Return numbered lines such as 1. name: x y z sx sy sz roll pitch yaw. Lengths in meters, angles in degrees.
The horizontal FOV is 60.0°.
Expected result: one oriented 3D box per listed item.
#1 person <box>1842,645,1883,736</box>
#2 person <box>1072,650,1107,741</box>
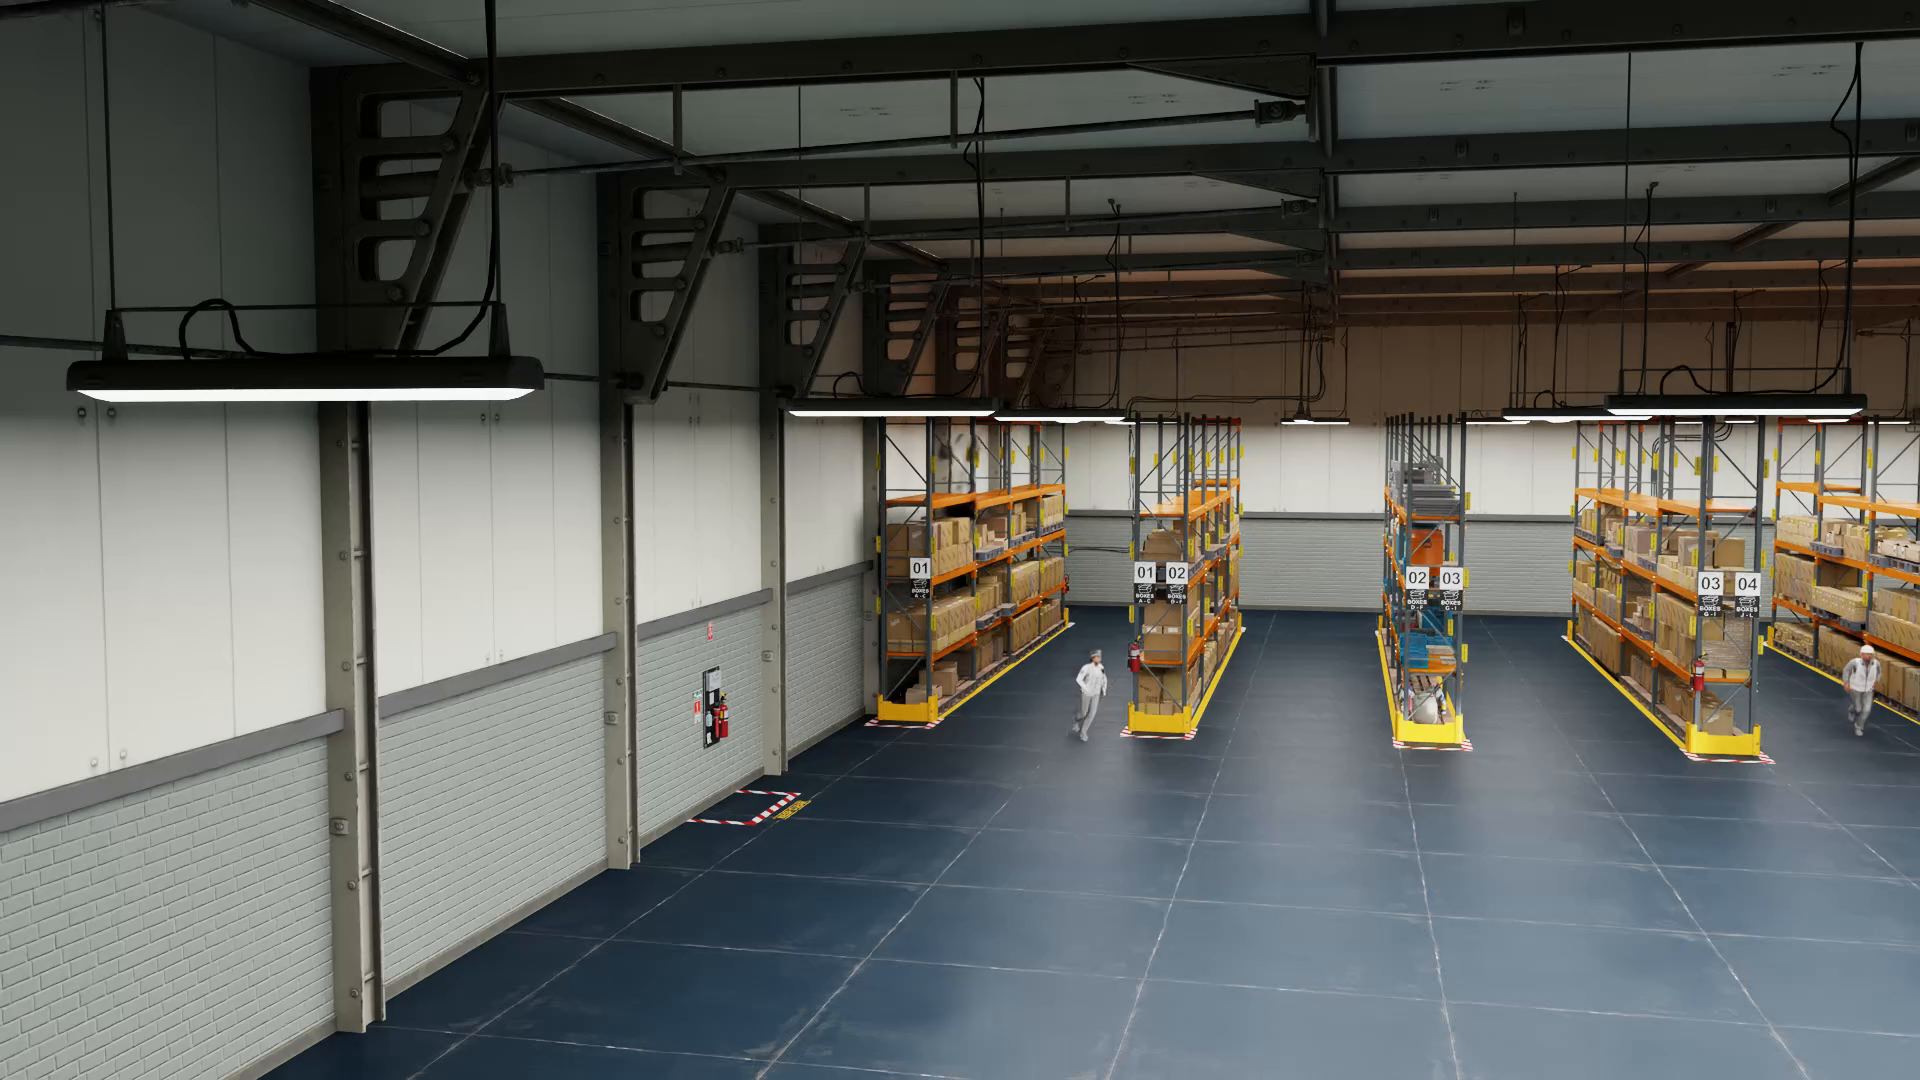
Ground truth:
1. person: 16.845 2.791 31.067 0.654 1.712 0.810 0 4 7
2. person: 2.446 2.842 30.752 0.679 1.646 0.726 -2 4 -23
